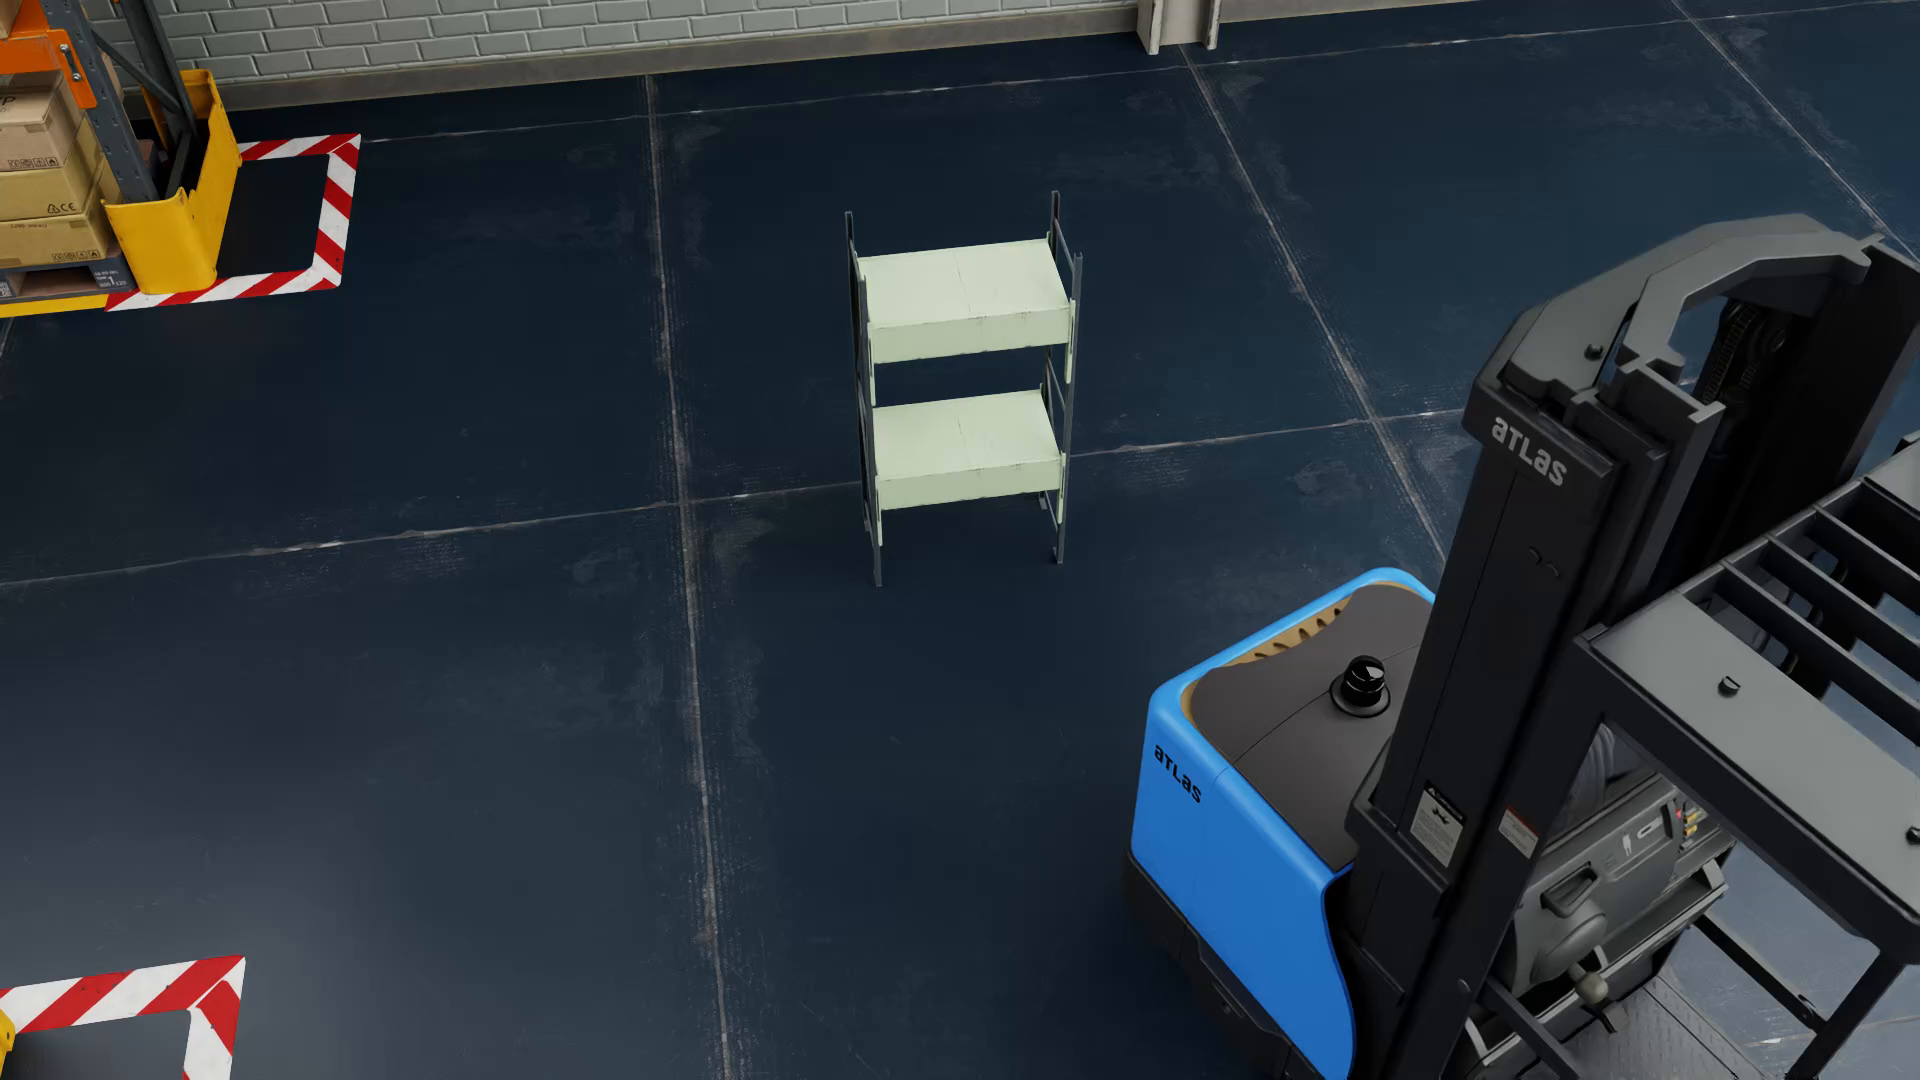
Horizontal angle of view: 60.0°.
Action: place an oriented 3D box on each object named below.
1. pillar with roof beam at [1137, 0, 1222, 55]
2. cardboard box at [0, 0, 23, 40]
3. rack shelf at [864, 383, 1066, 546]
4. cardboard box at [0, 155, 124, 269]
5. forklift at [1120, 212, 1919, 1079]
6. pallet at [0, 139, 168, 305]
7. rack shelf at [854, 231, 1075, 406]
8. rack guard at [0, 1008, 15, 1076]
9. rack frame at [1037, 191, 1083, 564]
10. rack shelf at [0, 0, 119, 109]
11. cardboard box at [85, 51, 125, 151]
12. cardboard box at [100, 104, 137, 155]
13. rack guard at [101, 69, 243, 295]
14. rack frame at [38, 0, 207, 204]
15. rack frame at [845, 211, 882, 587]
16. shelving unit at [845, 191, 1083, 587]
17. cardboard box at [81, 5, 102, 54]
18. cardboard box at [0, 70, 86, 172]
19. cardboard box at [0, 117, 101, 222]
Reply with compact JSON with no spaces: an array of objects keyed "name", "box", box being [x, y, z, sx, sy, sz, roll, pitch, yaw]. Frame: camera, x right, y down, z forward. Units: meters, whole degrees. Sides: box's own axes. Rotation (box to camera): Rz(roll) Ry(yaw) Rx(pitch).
[{"name":"pillar with roof beam","box":[1.968,-2.941,3.335,0.400,9.000,9.100,-7,46,-7]},{"name":"cardboard box","box":[-4.279,-2.411,6.921,0.500,0.500,0.500,-8,47,-8]},{"name":"rack shelf","box":[0.007,-0.295,6.445,0.720,0.370,0.431,-7,46,-7]},{"name":"cardboard box","box":[-4.248,-1.533,7.762,0.500,0.250,0.500,-7,46,-7]},{"name":"forklift","box":[1.768,0.865,3.881,1.130,2.935,3.031,-26,51,-23]},{"name":"pallet","box":[-4.585,-1.532,8.080,1.213,0.211,1.003,-7,46,-7]},{"name":"rack shelf","box":[0.007,-0.792,5.930,0.720,0.370,0.431,-7,46,-7]},{"name":"rack guard","box":[-3.064,1.775,4.693,0.348,0.500,1.175,-7,46,-7]},{"name":"rack frame","box":[0.367,-0.566,6.254,0.023,1.500,0.400,-7,46,-7]},{"name":"rack shelf","box":[-5.810,-2.128,7.217,4.000,0.370,1.077,-7,46,-7]},{"name":"cardboard box","box":[-4.338,-2.078,7.940,0.500,0.250,0.500,-6,46,-6]},{"name":"cardboard box","box":[-4.356,-1.894,8.109,0.500,0.250,0.500,-7,46,-7]},{"name":"rack guard","box":[-3.815,-1.759,8.098,0.348,0.500,1.175,-7,46,-7]},{"name":"rack frame","box":[-3.839,-2.623,7.195,0.127,3.000,1.000,-7,46,-7]},{"name":"rack frame","box":[-0.354,-0.476,6.167,0.023,1.500,0.400,-7,46,-7]},{"name":"shelving unit","box":[0.007,-0.521,6.211,0.755,1.500,0.431,-7,46,-7]},{"name":"cardboard box","box":[-4.345,-2.237,7.746,0.500,0.250,0.500,-8,47,-7]},{"name":"cardboard box","box":[-4.239,-1.884,7.406,0.500,0.250,0.500,-6,46,-5]},{"name":"cardboard box","box":[-4.265,-1.707,7.582,0.500,0.250,0.500,-8,47,-7]}]
